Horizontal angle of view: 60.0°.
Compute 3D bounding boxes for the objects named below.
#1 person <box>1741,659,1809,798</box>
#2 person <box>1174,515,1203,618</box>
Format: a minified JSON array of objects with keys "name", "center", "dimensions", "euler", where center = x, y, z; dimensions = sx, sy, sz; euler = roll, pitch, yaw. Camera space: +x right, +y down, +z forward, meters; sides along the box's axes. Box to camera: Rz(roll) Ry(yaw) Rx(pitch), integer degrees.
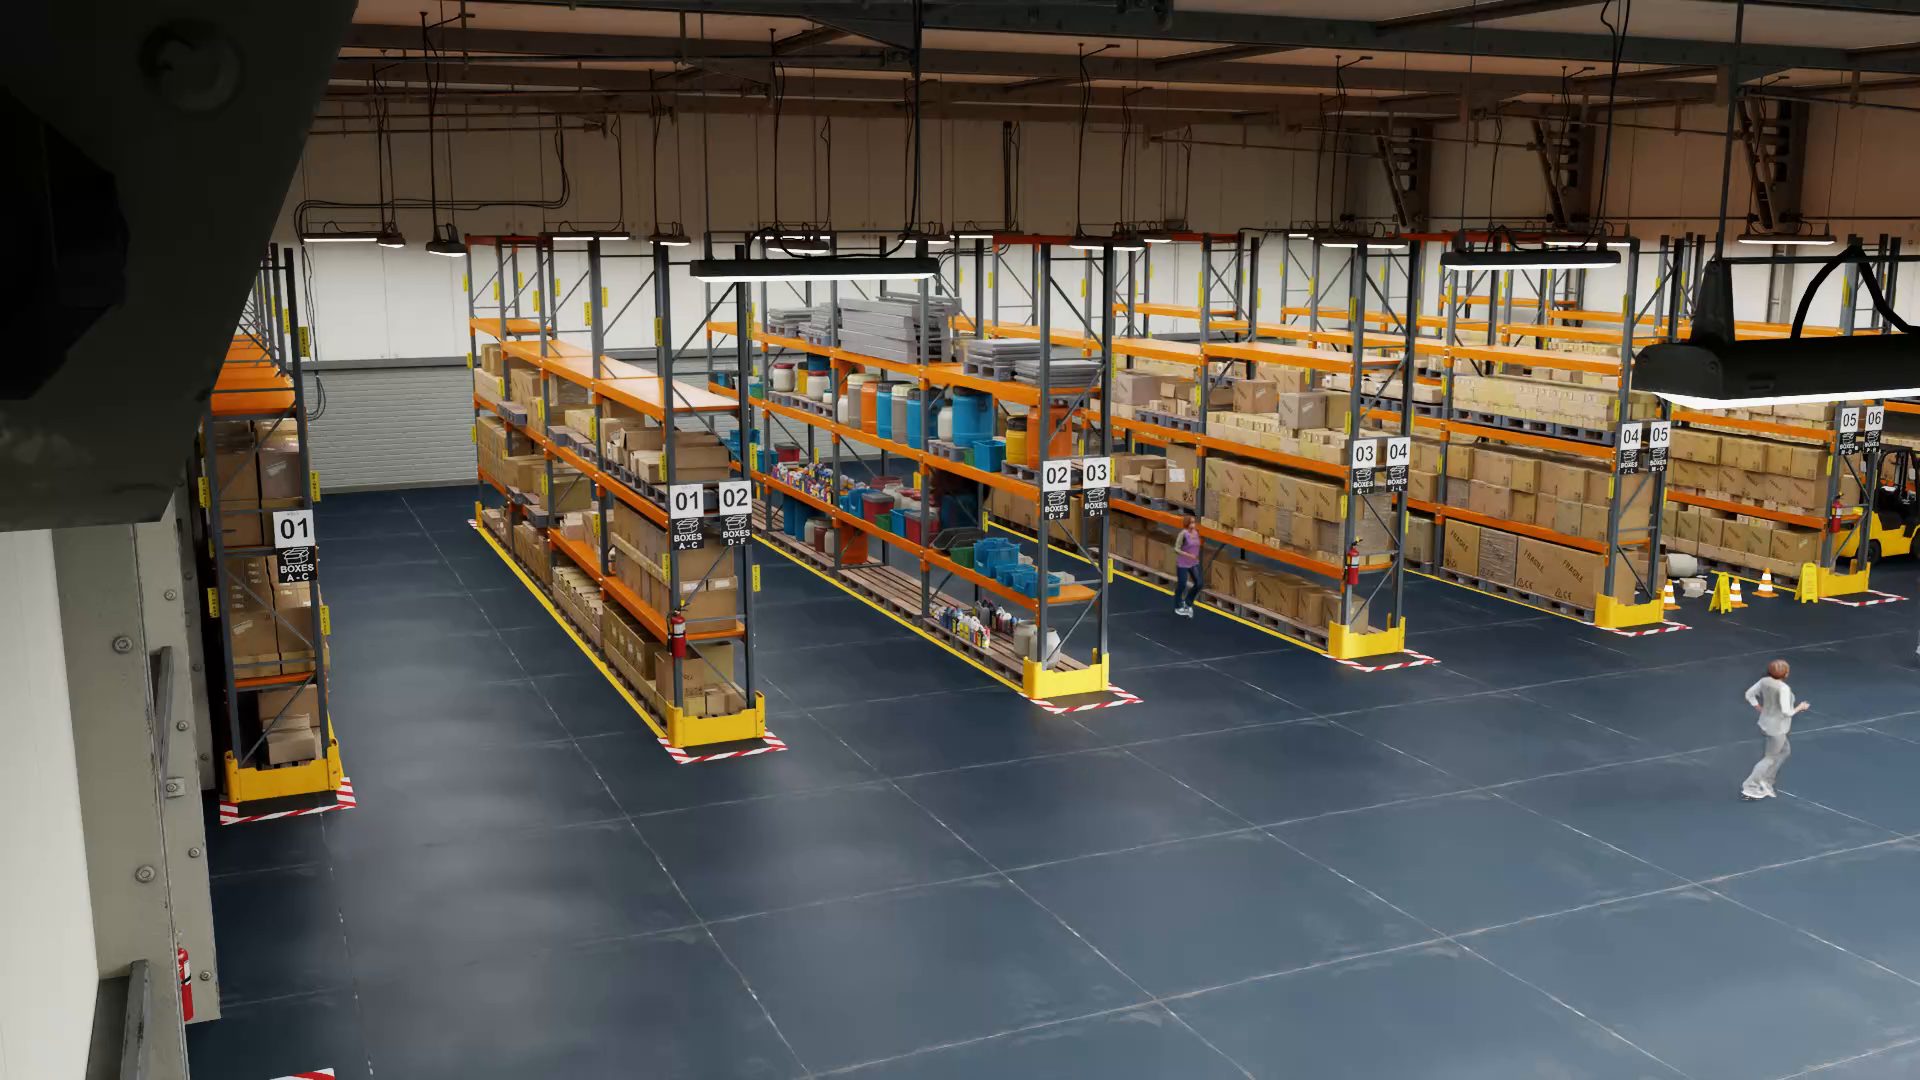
[{"name":"person","center":[8.934,2.081,18.212],"dimensions":[0.631,1.608,0.517],"euler":[0,11,-1]},{"name":"person","center":[3.496,0.425,25.374],"dimensions":[0.541,1.592,0.608],"euler":[-7,13,-32]}]
